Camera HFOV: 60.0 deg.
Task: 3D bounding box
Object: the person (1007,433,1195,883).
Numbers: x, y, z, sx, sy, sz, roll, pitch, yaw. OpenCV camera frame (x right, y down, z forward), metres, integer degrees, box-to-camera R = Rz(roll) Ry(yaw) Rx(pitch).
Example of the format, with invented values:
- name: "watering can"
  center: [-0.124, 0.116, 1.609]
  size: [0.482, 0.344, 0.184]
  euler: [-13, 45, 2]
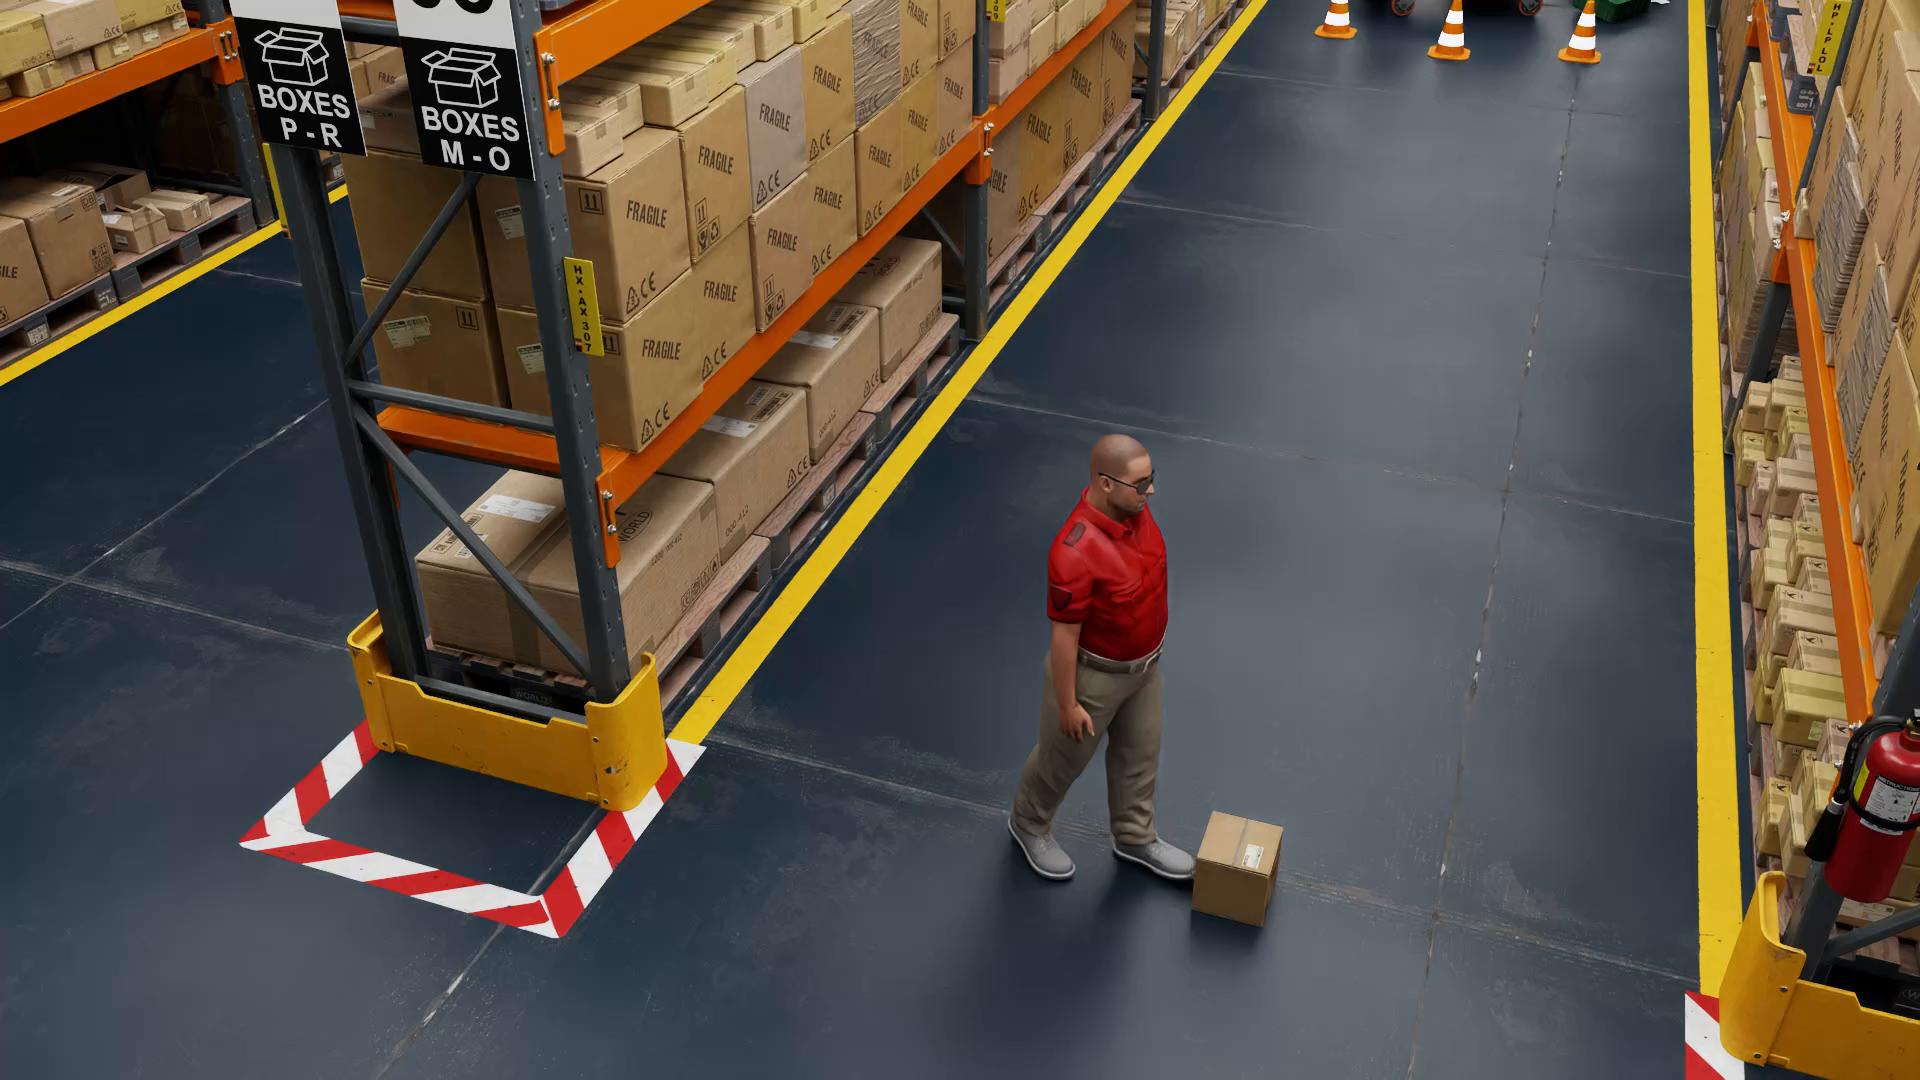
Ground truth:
- name: "person"
  center: [0.487, 0.425, 5.491]
  size: [0.655, 1.725, 0.559]
  euler: [21, 39, 29]
